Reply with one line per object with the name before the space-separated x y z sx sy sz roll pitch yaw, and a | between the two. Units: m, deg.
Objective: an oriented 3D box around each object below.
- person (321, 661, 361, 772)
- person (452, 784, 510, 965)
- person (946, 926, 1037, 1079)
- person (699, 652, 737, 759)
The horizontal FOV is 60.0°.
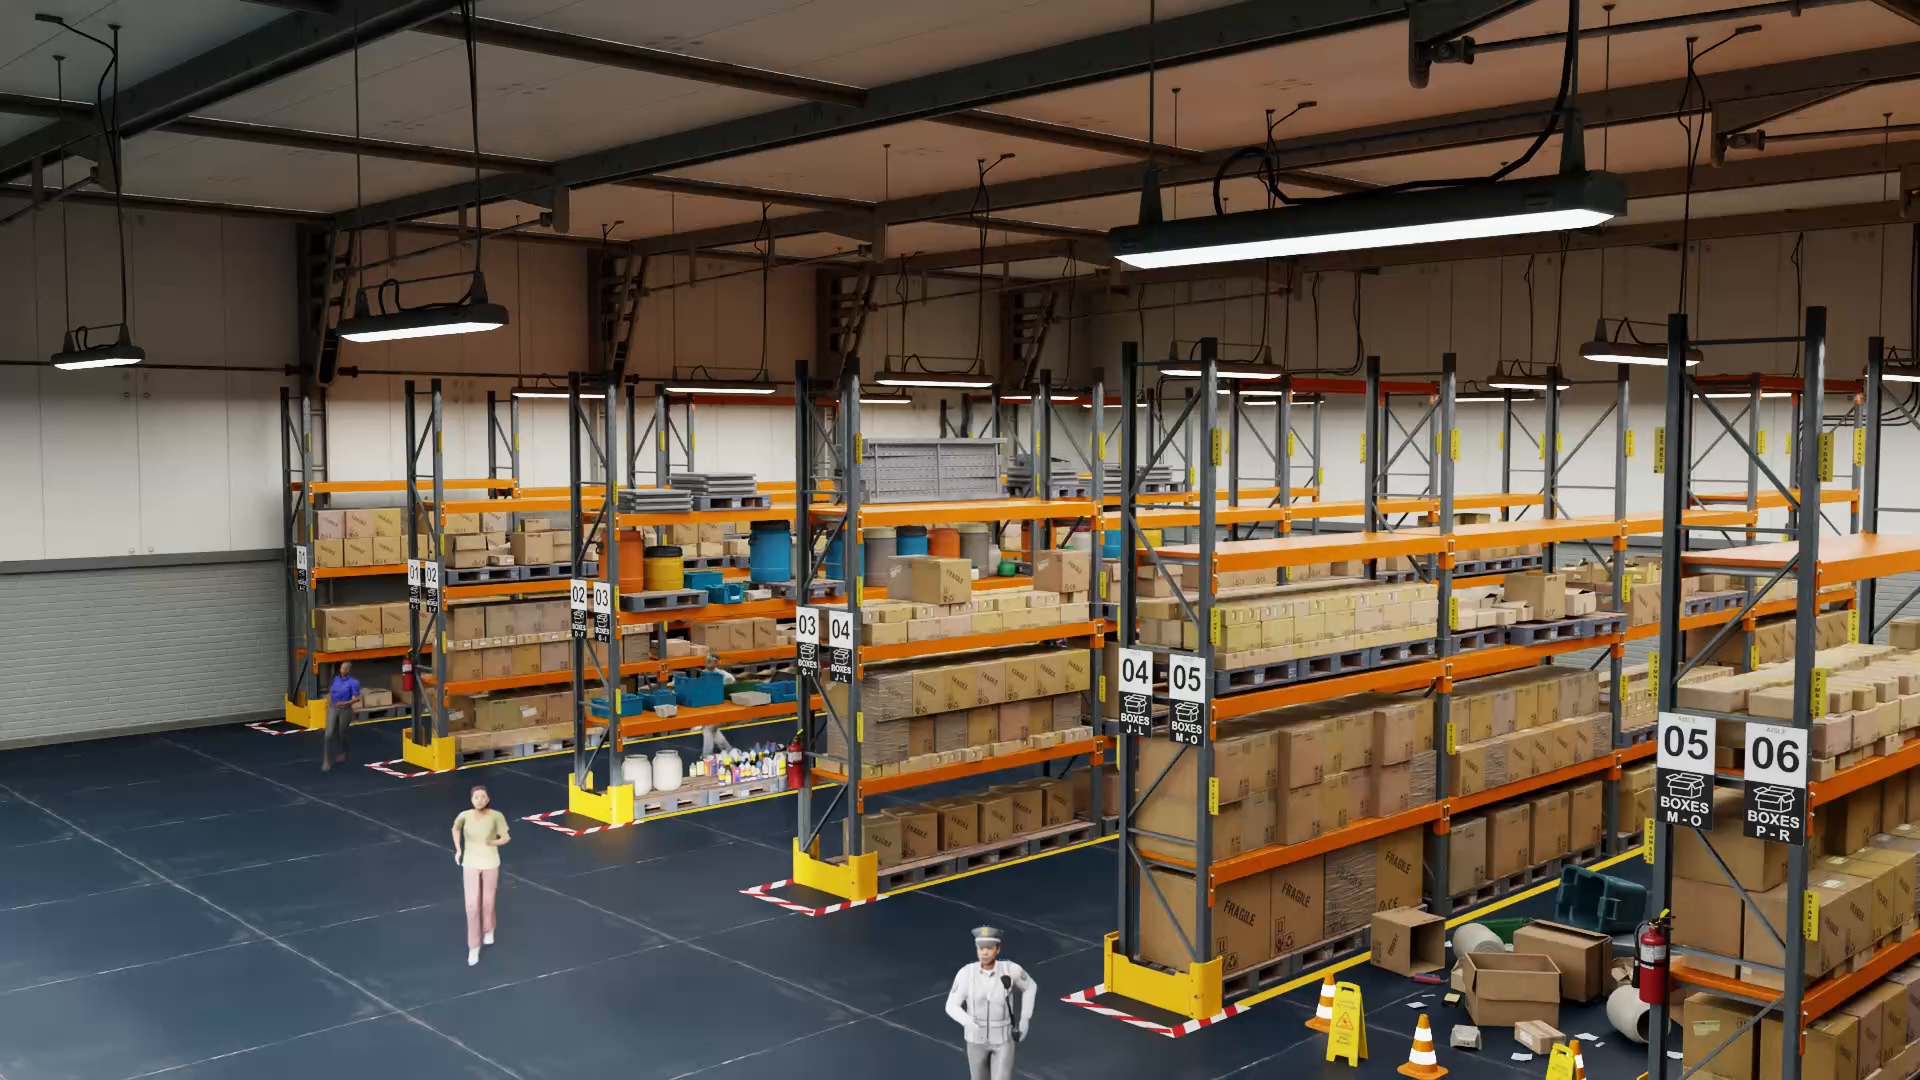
person | -9.555 2.709 25.776 0.585 1.674 0.775 0 4 1
person | -4.752 3.276 16.516 0.566 1.712 0.753 -1 4 -13
person | 0.216 3.576 11.785 0.616 1.744 0.751 1 4 9
person | -3.824 2.631 25.685 0.648 1.817 0.851 3 5 44
